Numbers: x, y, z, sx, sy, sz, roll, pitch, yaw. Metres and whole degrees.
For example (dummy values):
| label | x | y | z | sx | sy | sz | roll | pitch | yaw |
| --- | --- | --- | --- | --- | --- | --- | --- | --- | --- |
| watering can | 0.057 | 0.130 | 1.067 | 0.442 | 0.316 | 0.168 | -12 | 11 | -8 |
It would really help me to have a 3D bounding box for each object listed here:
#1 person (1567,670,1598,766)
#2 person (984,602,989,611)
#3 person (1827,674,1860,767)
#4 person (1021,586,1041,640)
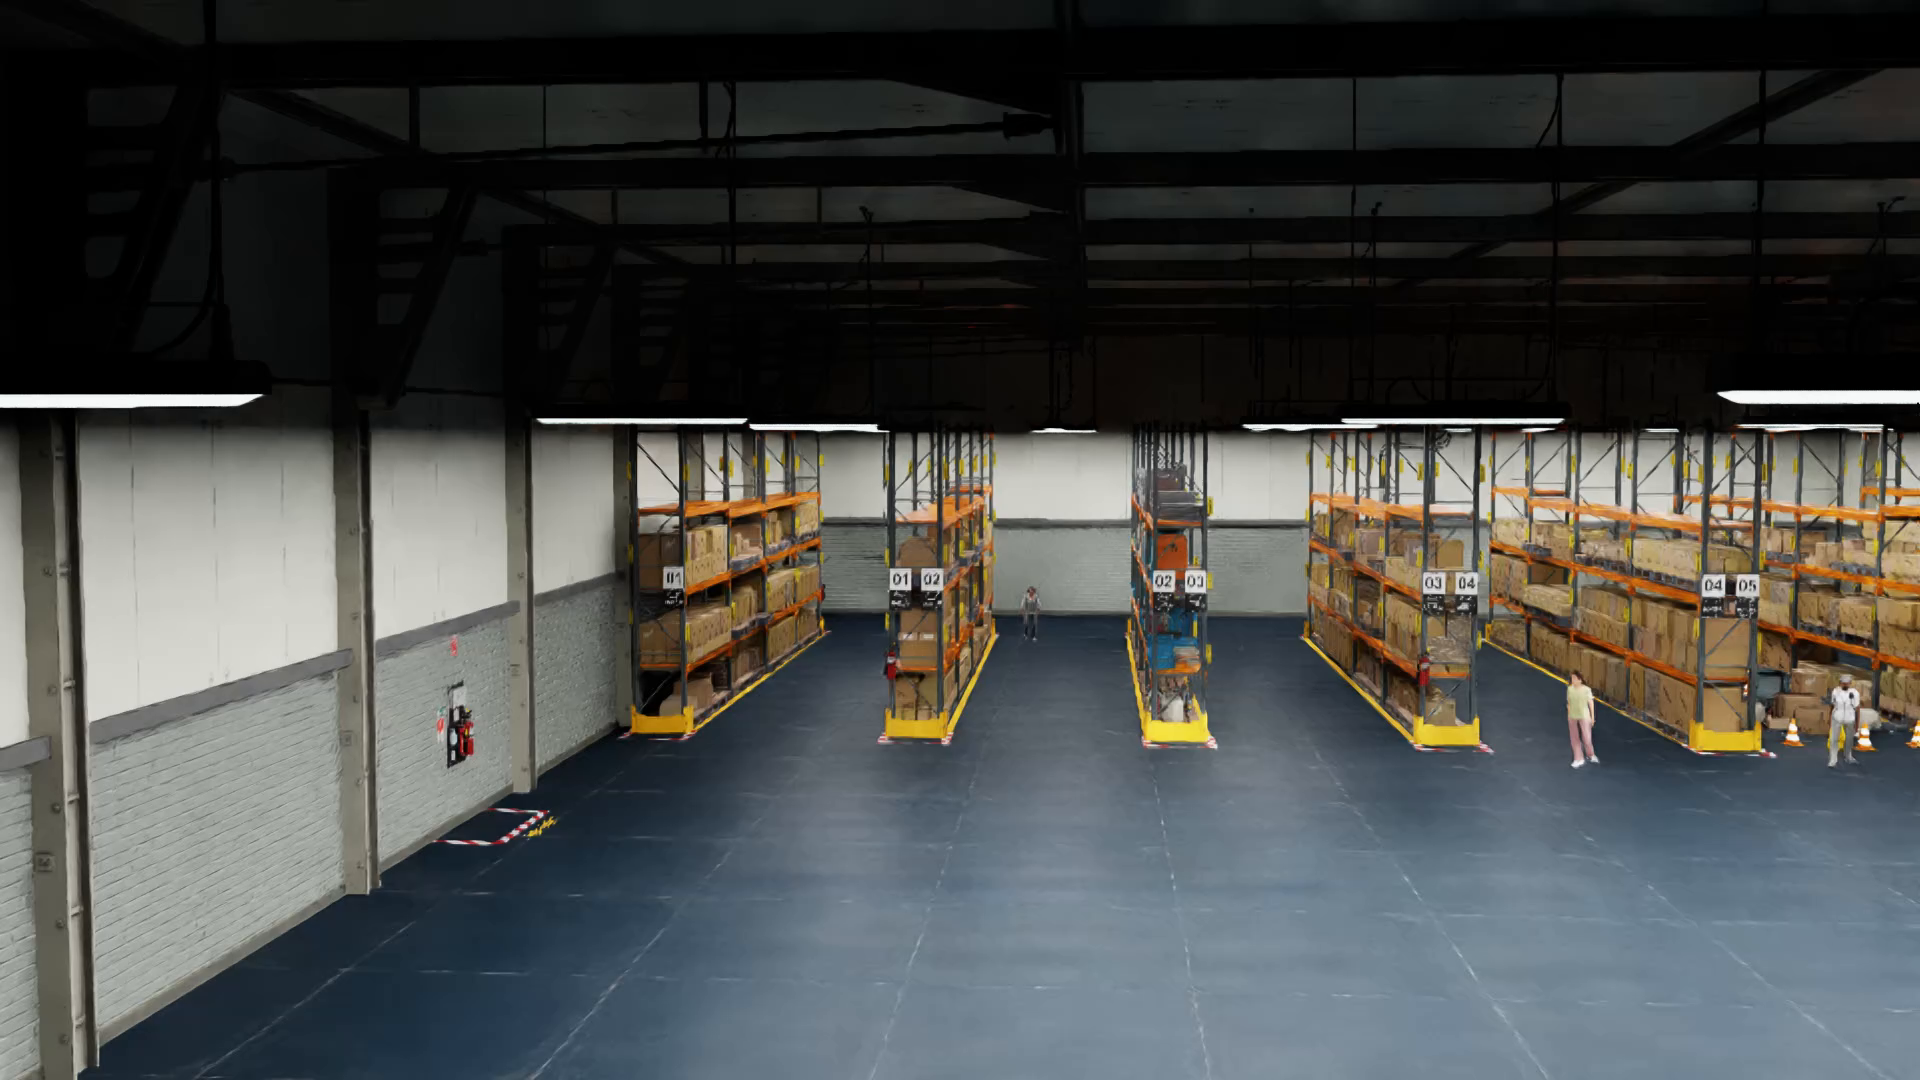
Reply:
| label | x | y | z | sx | sy | sz | roll | pitch | yaw |
| --- | --- | --- | --- | --- | --- | --- | --- | --- | --- |
| person | 10.777 | 3.072 | 28.805 | 0.516 | 1.662 | 0.517 | 3 | 5 | 42 |
| person | 0.629 | 1.592 | 51.300 | 0.705 | 1.787 | 0.487 | -3 | 5 | -43 |
| person | 15.243 | 3.093 | 28.670 | 0.488 | 1.624 | 0.919 | 2 | 4 | 28 |
| person | 1.967 | 2.031 | 46.291 | 0.566 | 1.541 | 0.519 | 0 | 4 | 1 |
